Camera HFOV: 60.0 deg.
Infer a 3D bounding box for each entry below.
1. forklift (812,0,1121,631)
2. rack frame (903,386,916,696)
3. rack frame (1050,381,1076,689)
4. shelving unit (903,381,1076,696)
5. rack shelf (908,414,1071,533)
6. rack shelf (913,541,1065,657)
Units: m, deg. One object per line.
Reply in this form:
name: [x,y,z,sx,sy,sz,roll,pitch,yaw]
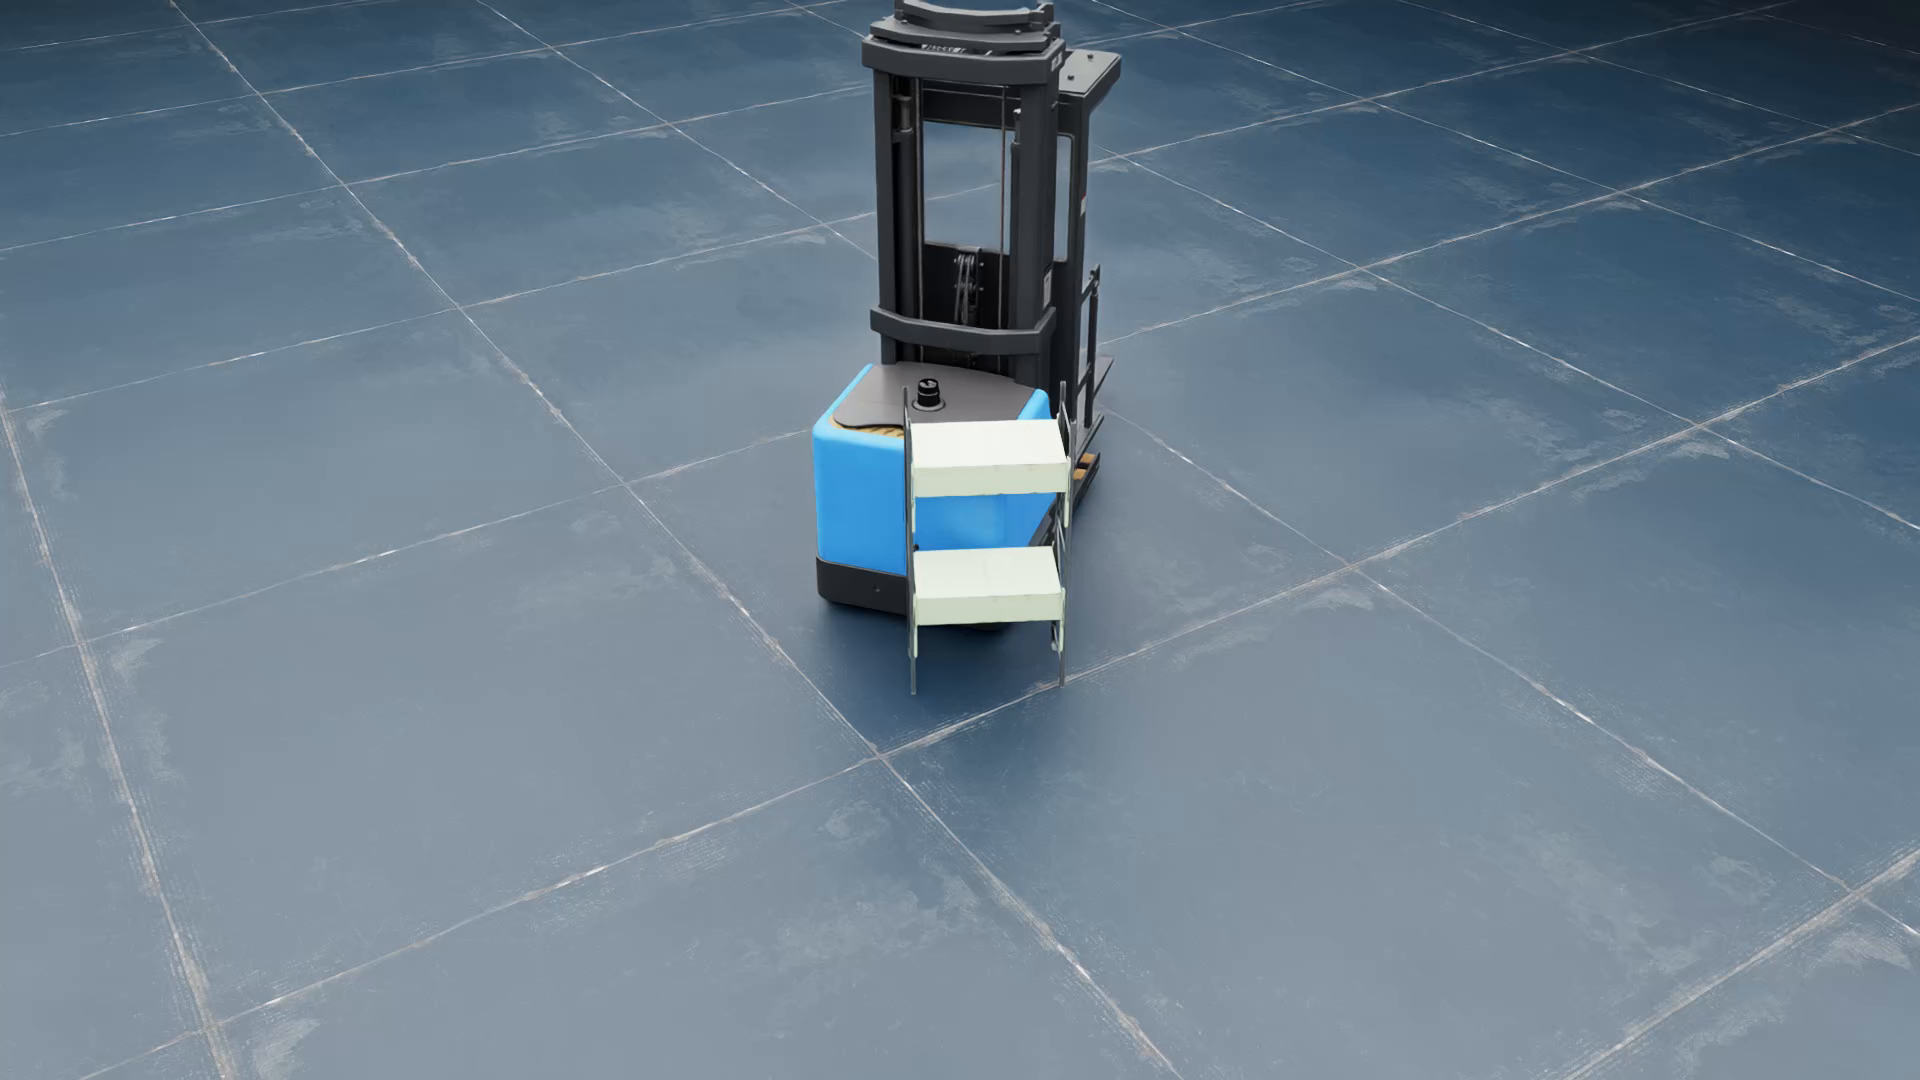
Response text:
forklift: [0.199,-1.554,9.088,1.130,2.935,3.031,10,34,16]
rack frame: [-0.240,0.027,7.916,0.023,1.500,0.400,-2,33,-3]
rack frame: [0.490,0.000,7.959,0.023,1.500,0.400,-2,33,-3]
shelving unit: [0.125,0.013,7.938,0.755,1.500,0.431,-2,33,-3]
rack shelf: [0.125,-0.313,7.724,0.720,0.370,0.431,-2,33,-3]
rack shelf: [0.124,0.286,8.116,0.720,0.370,0.431,-2,33,-3]
